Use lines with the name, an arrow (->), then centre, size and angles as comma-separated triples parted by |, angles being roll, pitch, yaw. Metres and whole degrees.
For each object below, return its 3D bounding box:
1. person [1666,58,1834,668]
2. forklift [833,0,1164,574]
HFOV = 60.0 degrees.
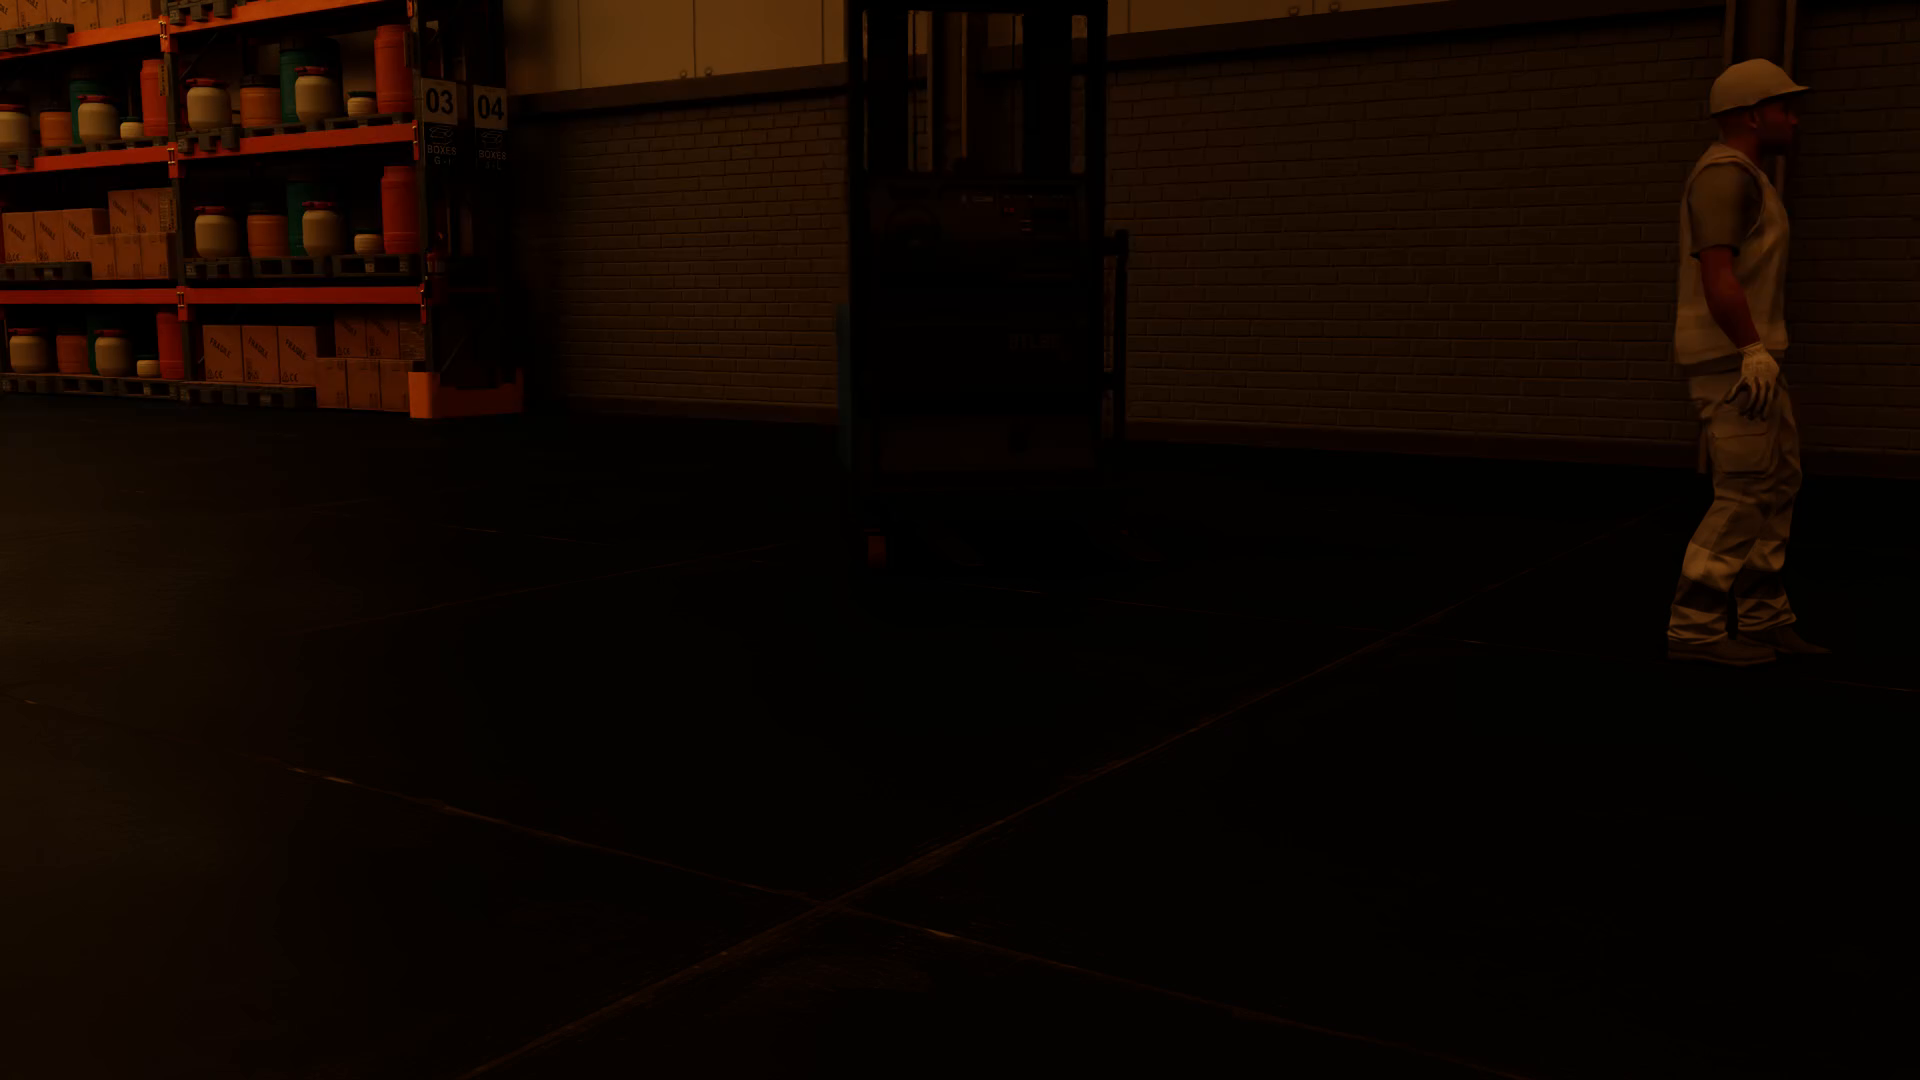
person -> 2.386, -0.498, 4.933 | 0.509, 1.816, 0.629 | 4, 9, 25
forklift -> 0.113, -1.365, 6.792 | 1.130, 2.935, 3.031 | -1, 8, -9
